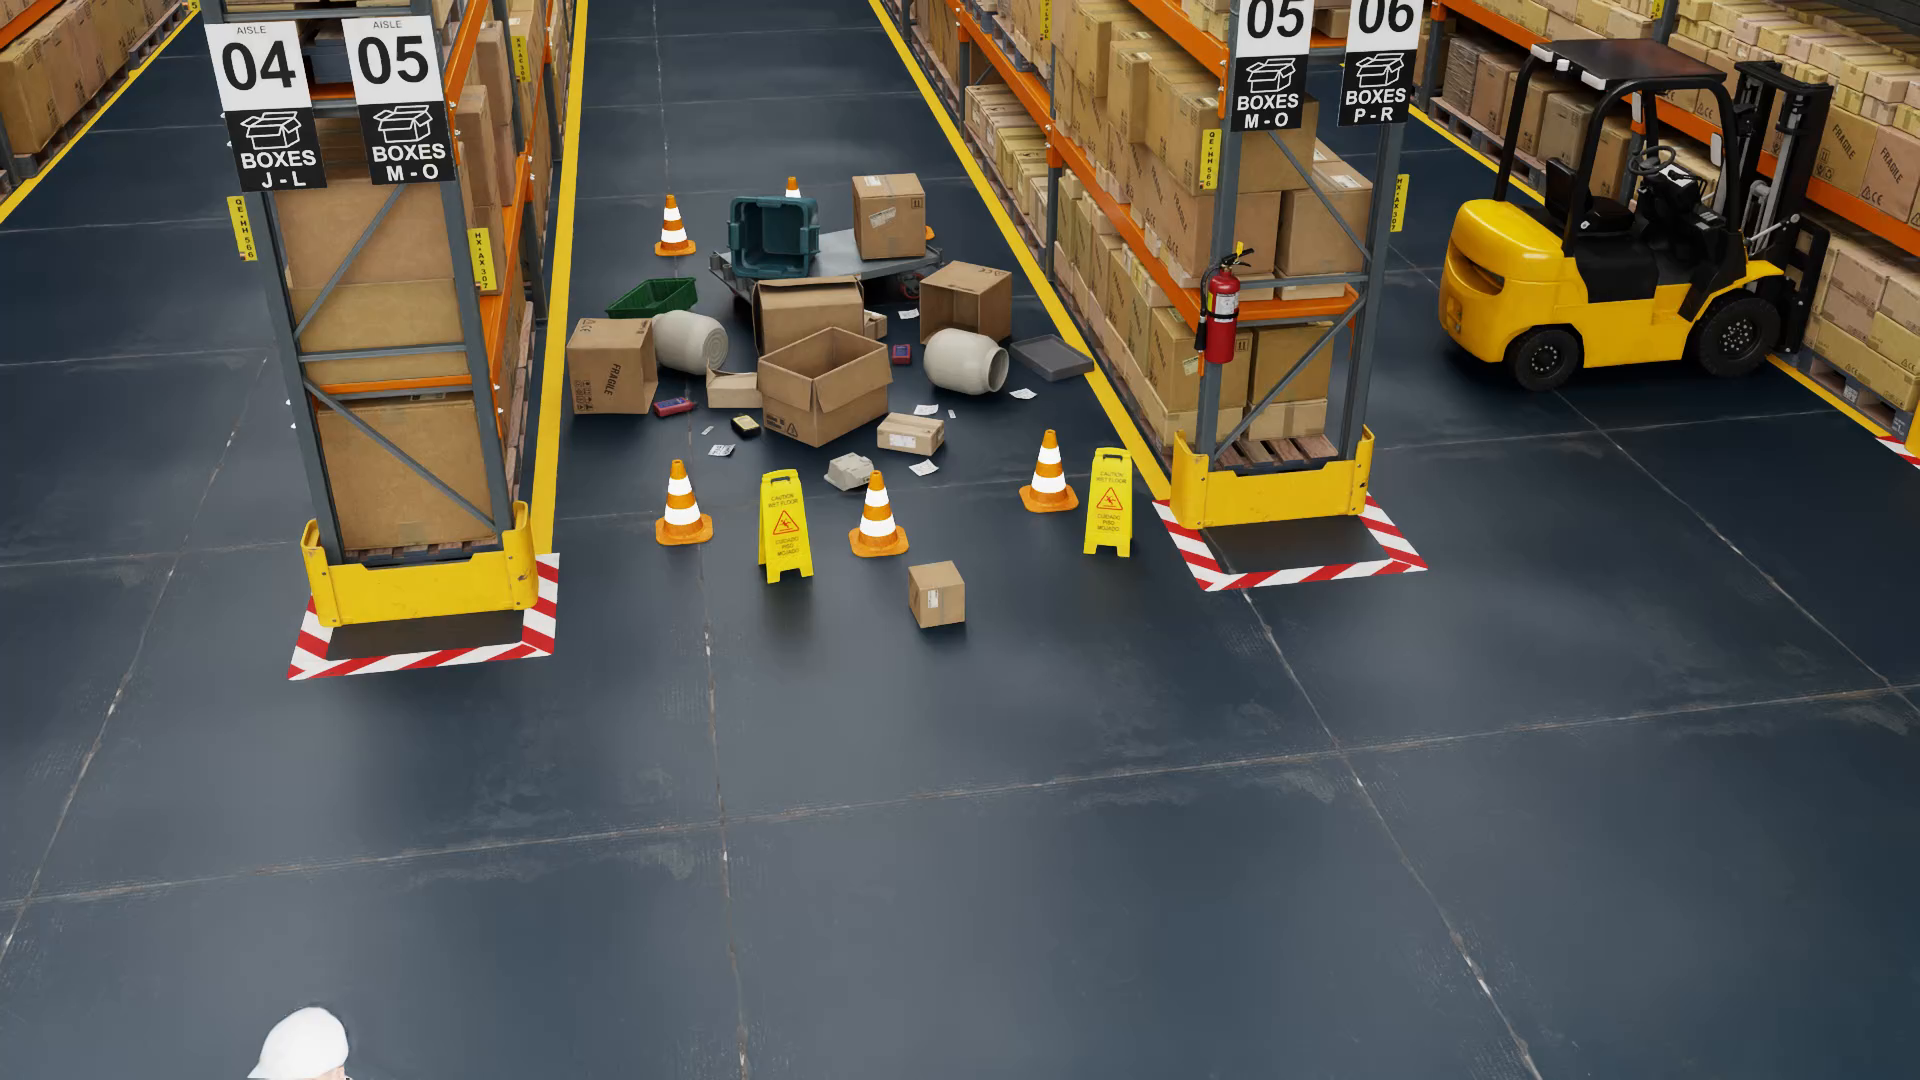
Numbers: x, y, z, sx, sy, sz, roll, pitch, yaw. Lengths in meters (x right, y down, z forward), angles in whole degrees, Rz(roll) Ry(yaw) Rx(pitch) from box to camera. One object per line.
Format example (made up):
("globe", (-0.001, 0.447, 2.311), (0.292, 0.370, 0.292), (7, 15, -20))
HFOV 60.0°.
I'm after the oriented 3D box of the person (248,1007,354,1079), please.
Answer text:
("person", (-1.712, 2.048, 4.636), (0.523, 1.832, 0.516), (12, 33, 20))
